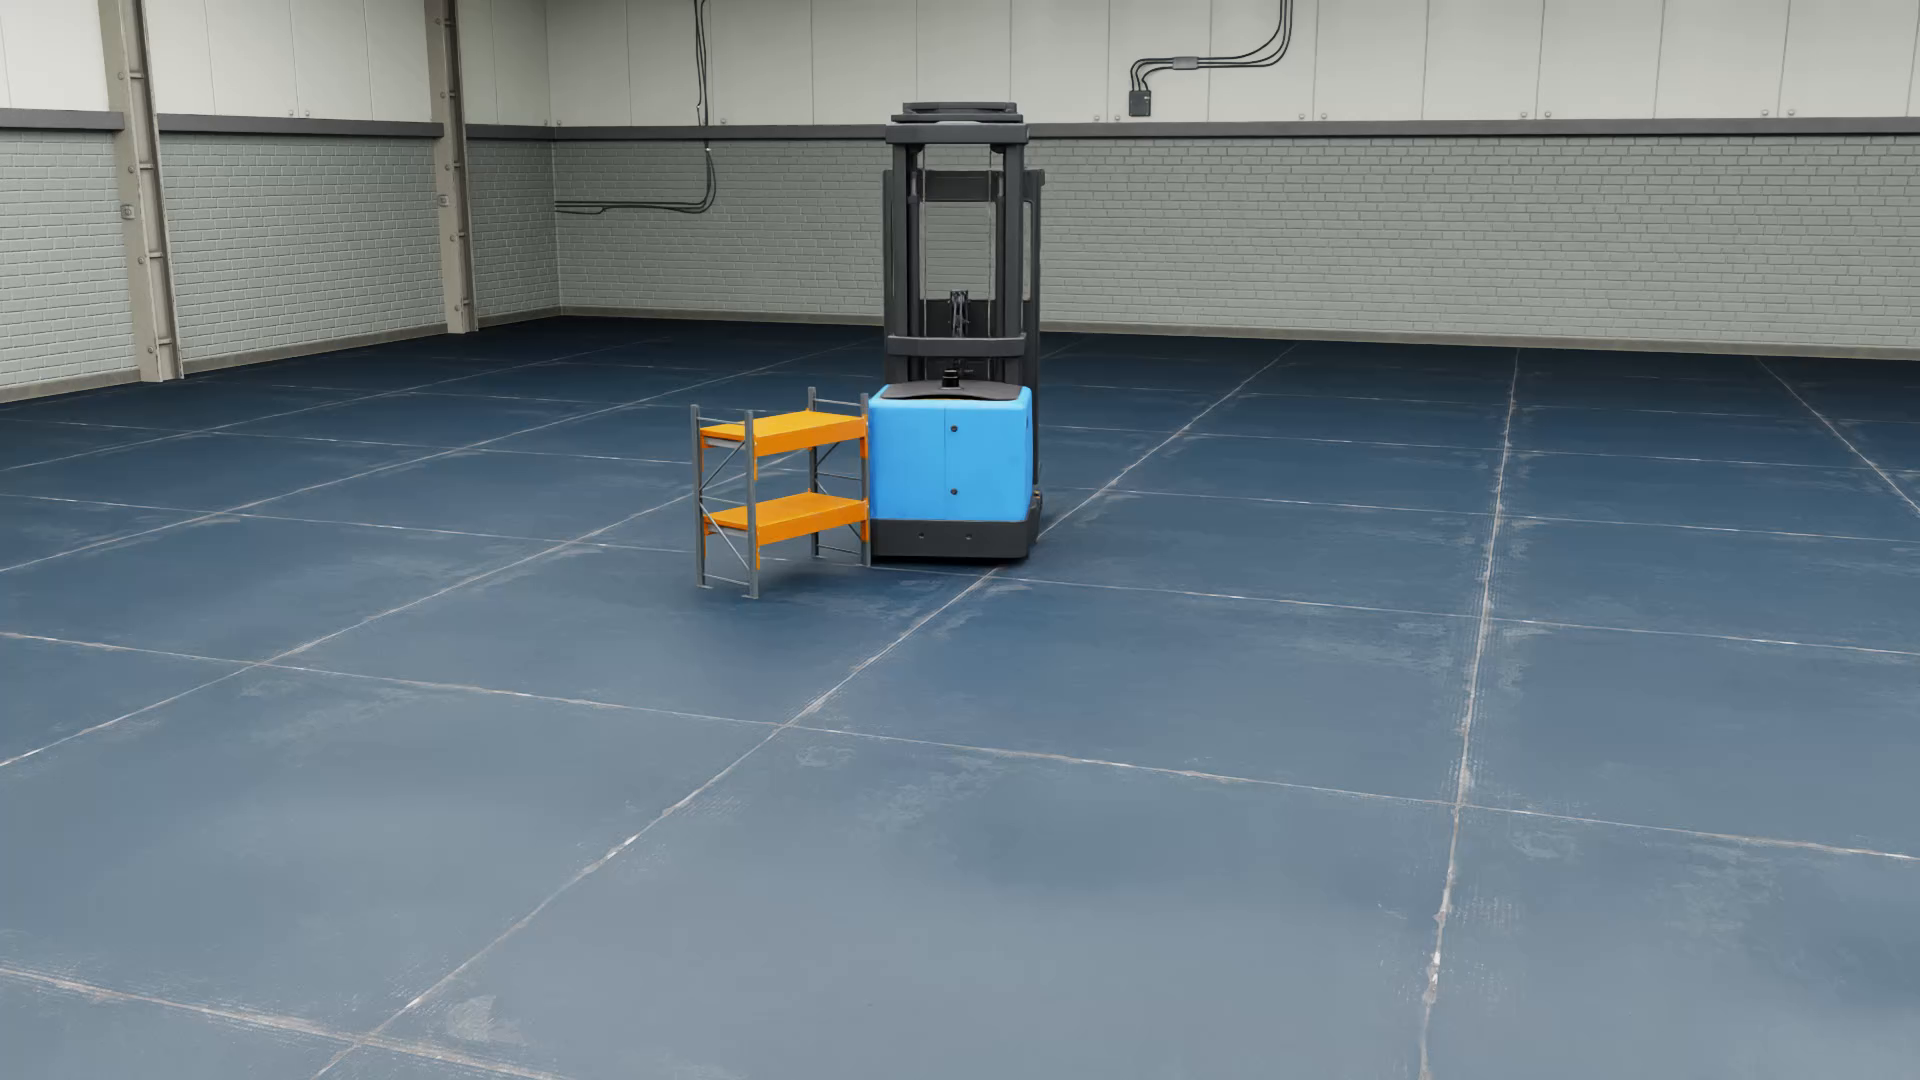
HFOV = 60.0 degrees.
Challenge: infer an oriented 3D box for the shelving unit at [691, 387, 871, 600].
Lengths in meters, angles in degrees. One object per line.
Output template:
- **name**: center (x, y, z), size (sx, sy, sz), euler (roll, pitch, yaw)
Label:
- **shelving unit**: center (-1.096, -0.318, 10.355), size (0.538, 1.125, 1.048), euler (10, 16, 37)

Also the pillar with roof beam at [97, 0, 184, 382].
- **pillar with roof beam**: center (-5.479, -5.998, 17.542), size (9.100, 9.000, 0.400), euler (4, 14, 18)

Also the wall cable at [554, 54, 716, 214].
- **wall cable**: center (-5.406, -6.582, 27.081), size (3.097, 2.526, 0.112), euler (4, 14, 18)

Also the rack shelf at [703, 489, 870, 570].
- **rack shelf**: center (-1.096, -0.080, 10.410), size (0.538, 0.278, 1.000), euler (10, 16, 37)

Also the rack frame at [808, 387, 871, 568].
- **rack frame**: center (-0.780, -0.407, 10.744), size (0.500, 1.125, 0.032), euler (10, 16, 37)

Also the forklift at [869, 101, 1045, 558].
- **forklift**: center (0.033, -1.586, 11.850), size (1.130, 2.935, 3.031), euler (1, 13, 5)

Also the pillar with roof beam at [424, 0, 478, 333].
- **pillar with roof beam**: center (-3.537, -7.261, 23.077), size (9.100, 9.000, 0.400), euler (4, 14, 18)

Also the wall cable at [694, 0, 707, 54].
- **wall cable**: center (-2.847, -8.850, 25.666), size (3.097, 2.526, 0.112), euler (4, 14, 18)

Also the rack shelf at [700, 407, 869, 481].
- **rack shelf**: center (-1.096, -0.604, 10.290), size (0.538, 0.278, 1.000), euler (10, 16, 37)

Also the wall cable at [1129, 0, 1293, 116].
- **wall cable**: center (3.571, -9.067, 23.348), size (2.305, 6.003, 0.169), euler (4, 14, 18)

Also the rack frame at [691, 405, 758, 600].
- **rack frame**: center (-1.412, -0.230, 9.967), size (0.500, 1.125, 0.032), euler (10, 16, 37)
